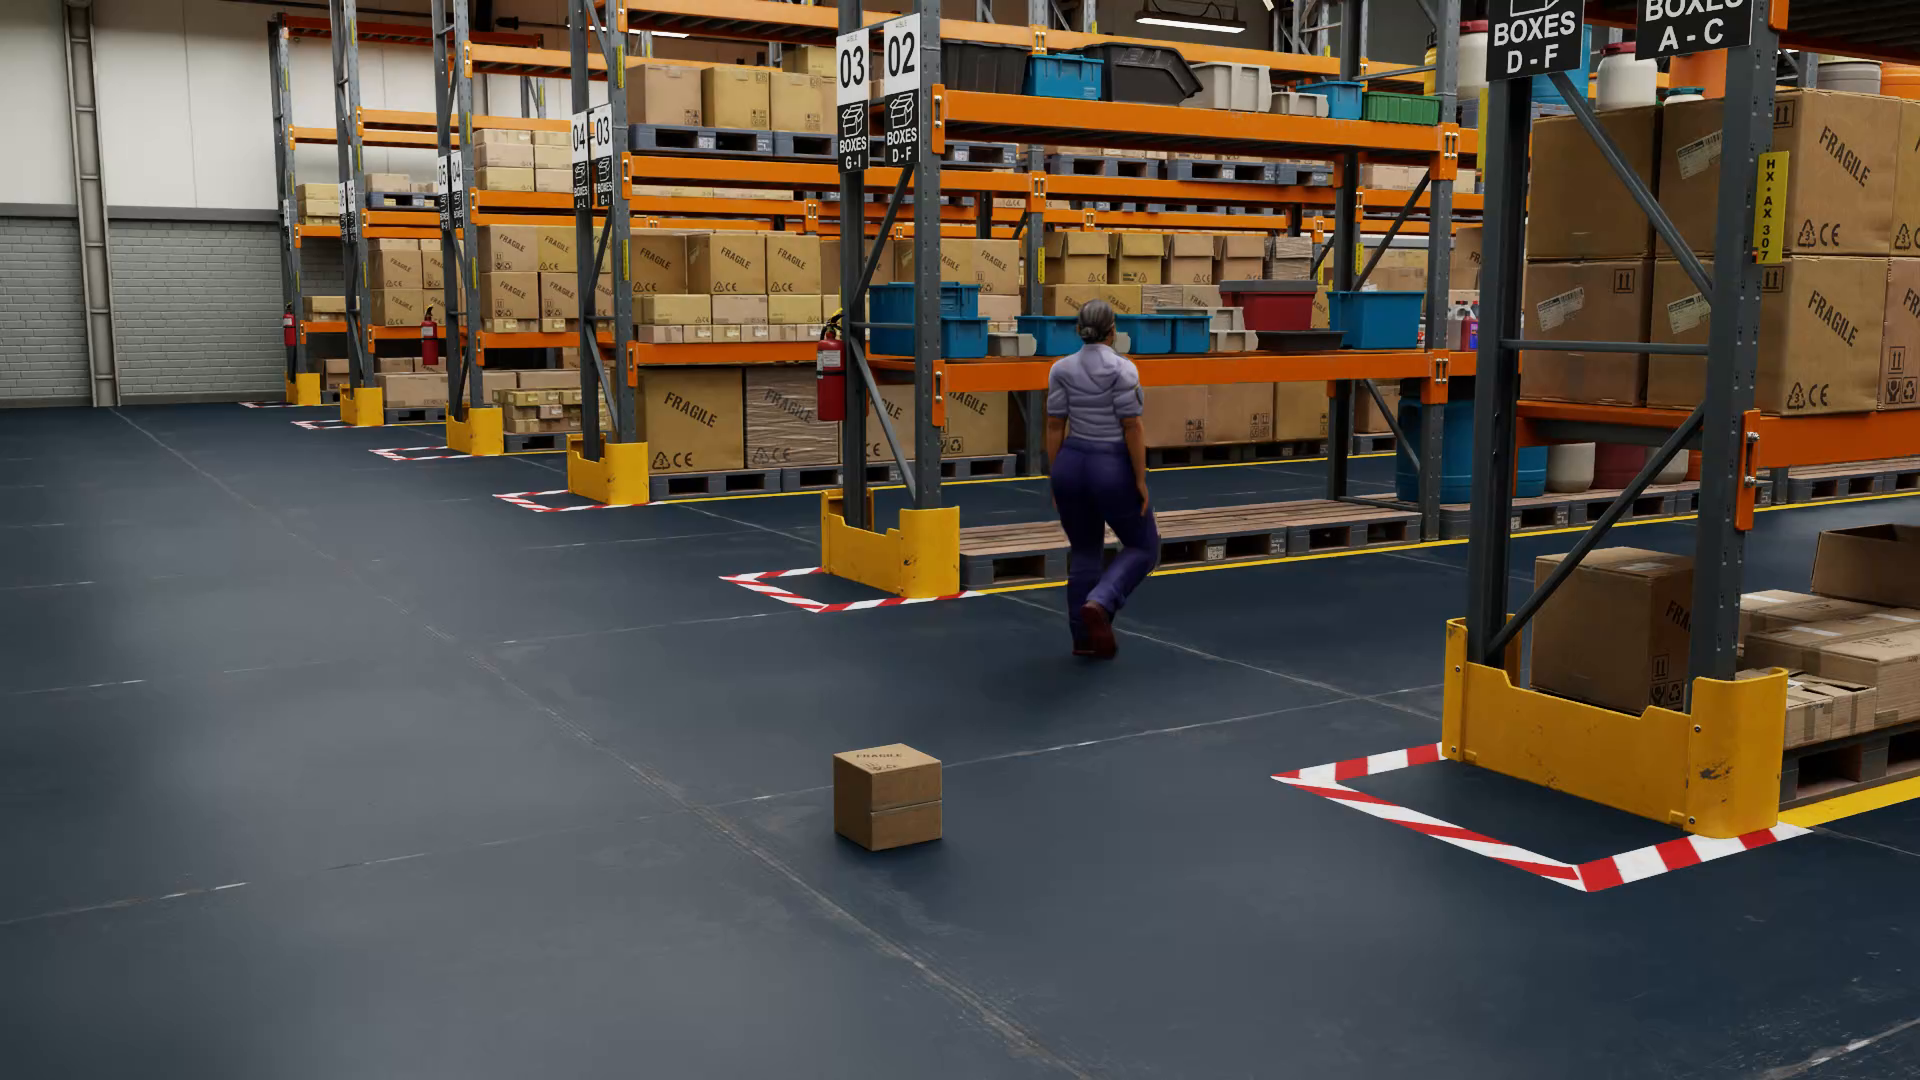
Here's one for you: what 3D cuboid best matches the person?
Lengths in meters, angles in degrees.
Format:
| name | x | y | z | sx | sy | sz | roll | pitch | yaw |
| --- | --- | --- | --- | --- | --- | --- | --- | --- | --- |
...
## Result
| name | x | y | z | sx | sy | sz | roll | pitch | yaw |
| --- | --- | --- | --- | --- | --- | --- | --- | --- | --- |
| person | 0.623 | -0.268 | 7.537 | 0.508 | 1.637 | 0.496 | 5 | 10 | 33 |
